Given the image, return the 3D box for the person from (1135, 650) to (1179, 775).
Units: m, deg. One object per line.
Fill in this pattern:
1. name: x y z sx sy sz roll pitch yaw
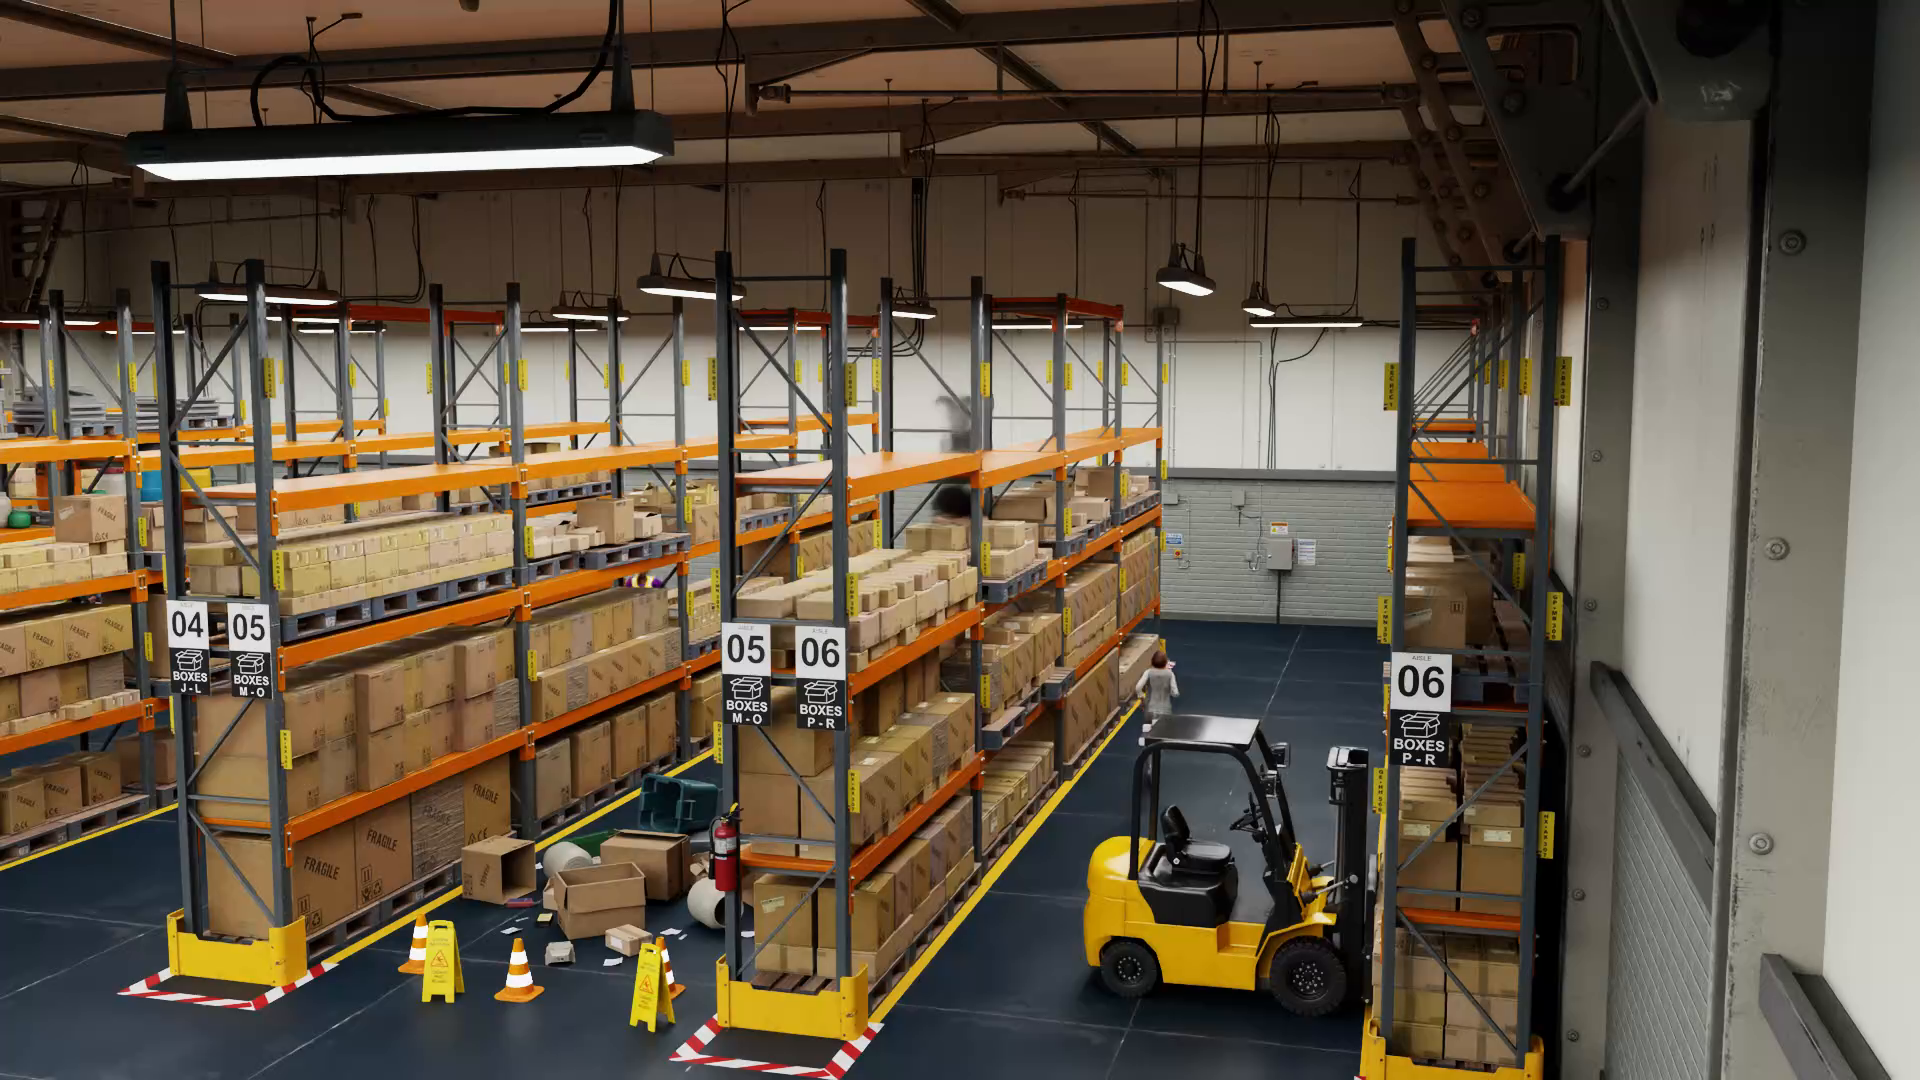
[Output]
1. person: 2.459 2.189 20.692 0.517 1.646 0.726 2 6 15

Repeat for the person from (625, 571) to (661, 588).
1. person: -5.524 1.244 29.052 0.726 1.741 0.780 0 6 3
